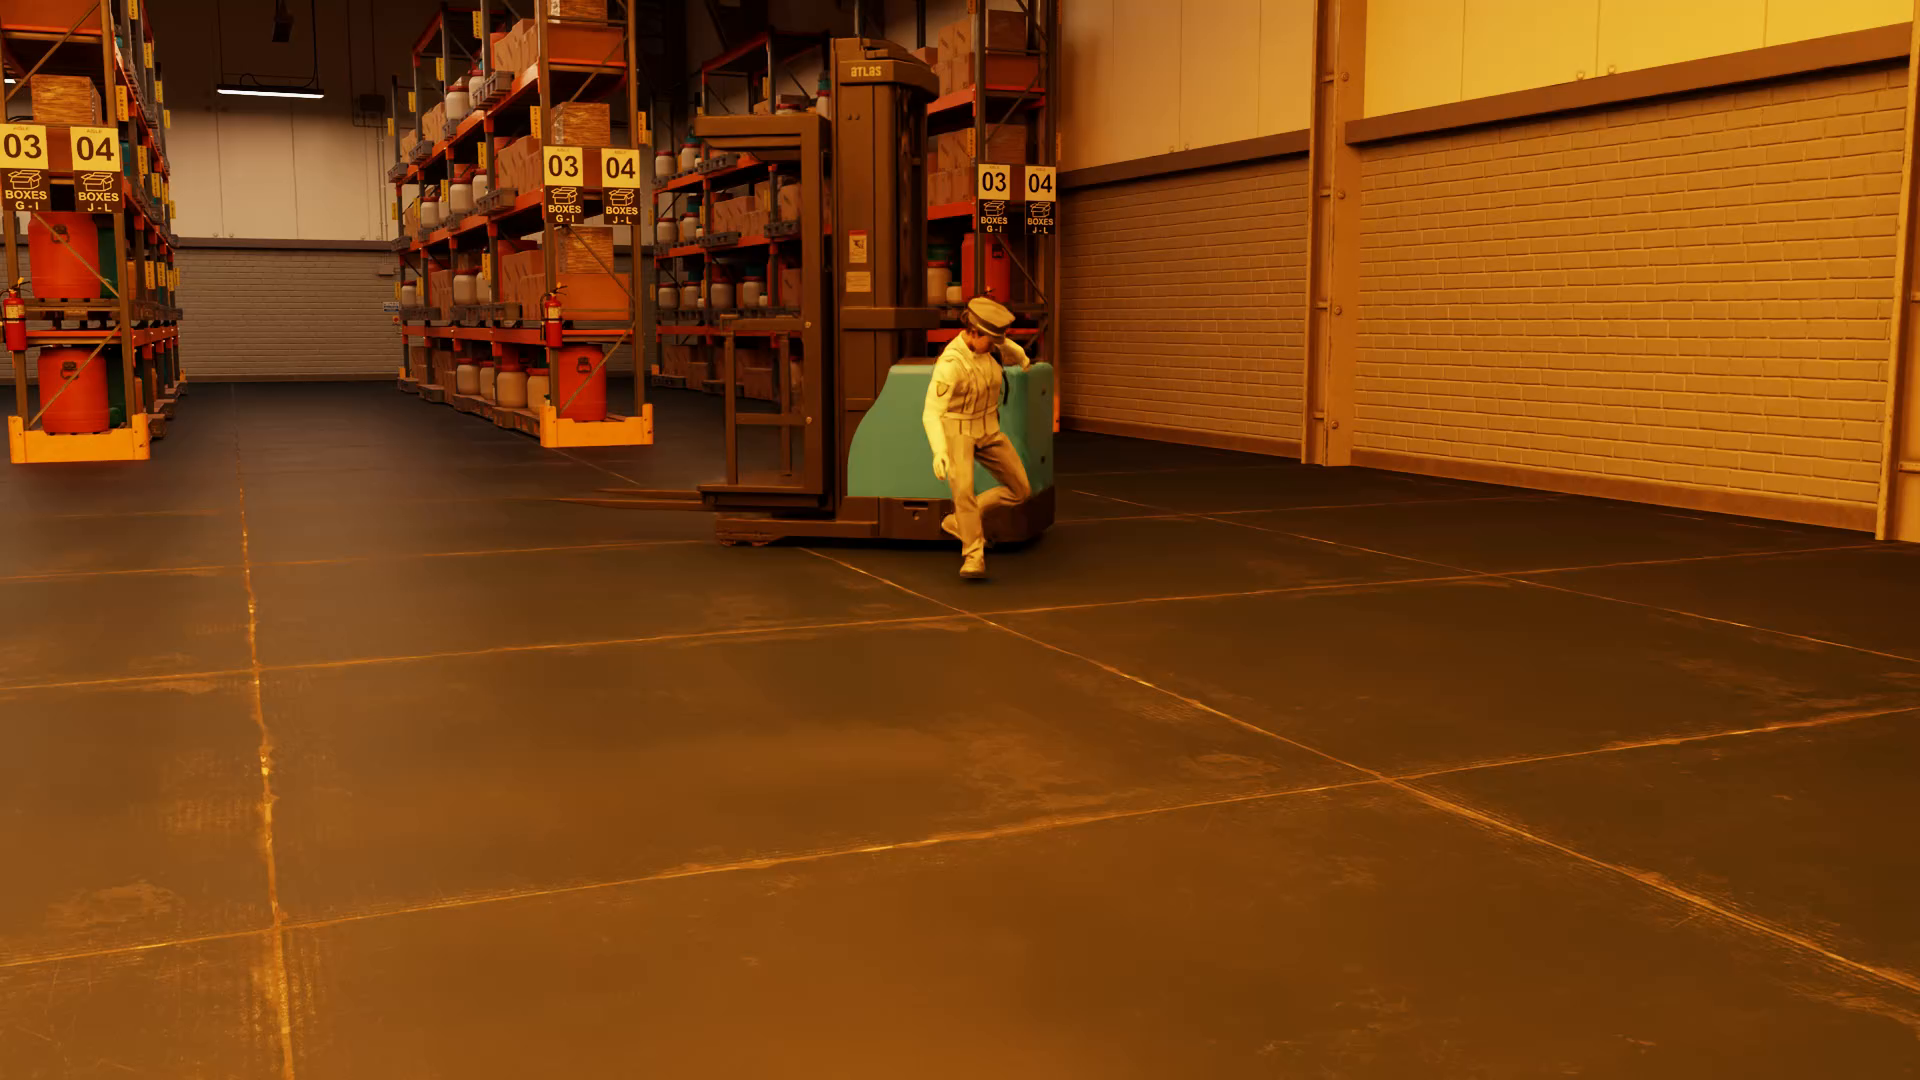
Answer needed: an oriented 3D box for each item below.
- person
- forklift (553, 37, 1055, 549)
[{"bbox_3d":[0.136,-0.562,8.883,0.707,1.451,1.095,7,10,42],"label":"person"},{"bbox_3d":[-0.981,-1.479,10.156,3.031,2.935,1.130,2,8,13],"label":"forklift"}]
